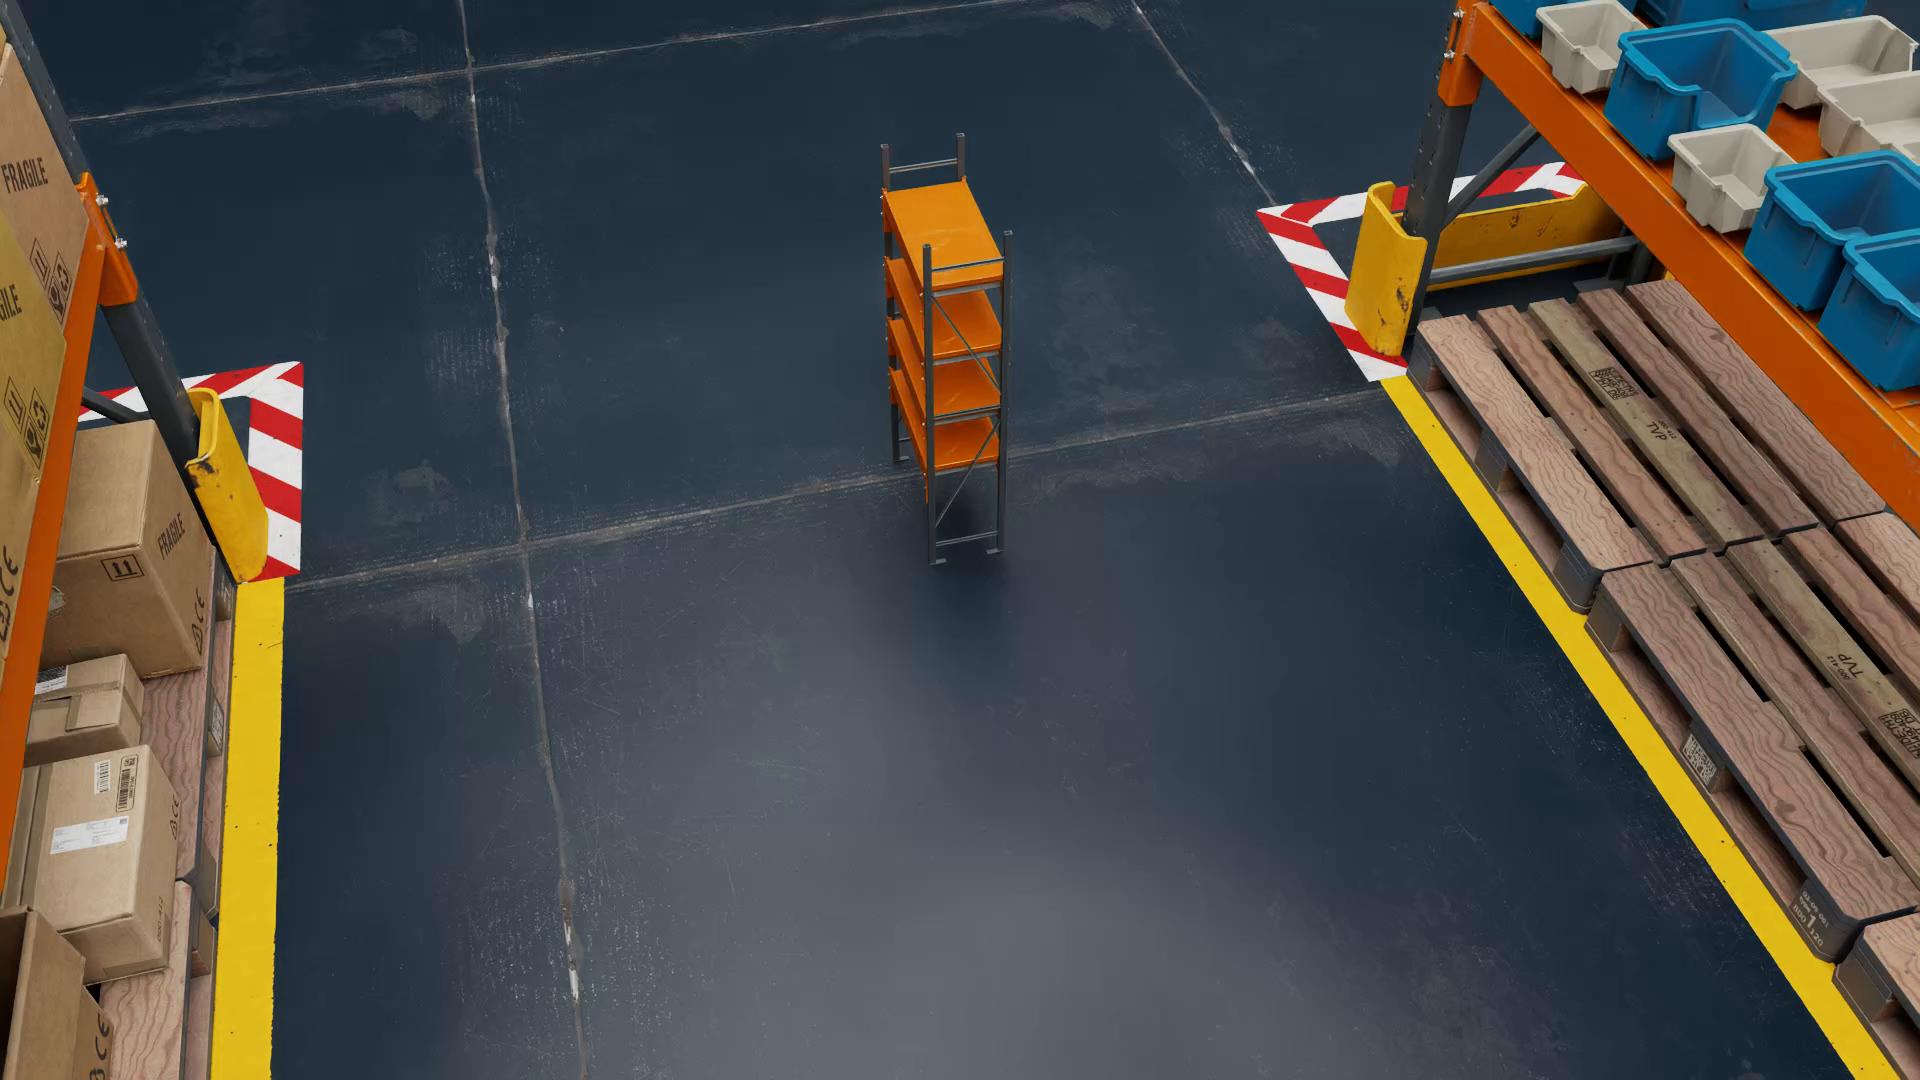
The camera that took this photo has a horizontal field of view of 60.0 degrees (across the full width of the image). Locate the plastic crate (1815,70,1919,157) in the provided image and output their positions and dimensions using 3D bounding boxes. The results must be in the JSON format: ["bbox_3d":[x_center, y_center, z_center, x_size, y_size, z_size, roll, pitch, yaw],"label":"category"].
[{"bbox_3d":[2.461,-1.095,4.365,0.396,0.136,0.243,-11,47,-10],"label":"plastic crate"}]

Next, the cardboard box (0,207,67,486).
[{"bbox_3d":[-2.258,-0.414,3.485,0.500,0.500,0.500,-10,46,-10],"label":"cardboard box"}]

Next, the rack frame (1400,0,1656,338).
[{"bbox_3d":[2.017,-1.899,5.011,1.000,3.000,0.127,-11,47,-10],"label":"rack frame"}]

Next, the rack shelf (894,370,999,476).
[{"bbox_3d":[-0.042,-0.376,5.095,0.221,0.050,0.457,-11,47,-10],"label":"rack shelf"}]

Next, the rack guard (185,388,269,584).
[{"bbox_3d":[-2.753,-0.068,4.967,1.175,0.500,0.348,-11,47,-10],"label":"rack guard"}]

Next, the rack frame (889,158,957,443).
[{"bbox_3d":[-0.104,-0.703,5.099,0.228,1.046,0.006,-11,47,-10],"label":"rack frame"}]

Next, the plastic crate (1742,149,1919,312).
[{"bbox_3d":[2.099,-0.722,3.932,0.416,0.233,0.300,-11,47,-10],"label":"plastic crate"}]

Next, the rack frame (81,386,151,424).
[{"bbox_3d":[-2.775,-0.995,4.125,0.949,2.616,0.053,-11,47,-10],"label":"rack frame"}]

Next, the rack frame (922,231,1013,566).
[{"bbox_3d":[0.020,-0.366,4.768,0.240,1.200,0.015,-11,47,-10],"label":"rack frame"}]

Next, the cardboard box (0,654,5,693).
[{"bbox_3d":[-2.007,0.280,2.806,0.500,0.500,0.500,-11,47,-11],"label":"cardboard box"}]

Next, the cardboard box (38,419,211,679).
[{"bbox_3d":[-2.395,0.056,4.538,0.500,0.500,0.500,-11,47,-10],"label":"cardboard box"}]

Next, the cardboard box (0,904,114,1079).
[{"bbox_3d":[-2.234,1.189,3.424,0.797,0.503,0.637,-11,47,-10],"label":"cardboard box"}]

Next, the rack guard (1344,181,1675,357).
[{"bbox_3d":[1.998,-1.038,5.917,1.175,0.500,0.348,-11,47,-10],"label":"rack guard"}]

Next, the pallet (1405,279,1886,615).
[{"bbox_3d":[2.191,-0.346,5.442,1.003,0.211,1.213,-11,47,-10],"label":"pallet"}]

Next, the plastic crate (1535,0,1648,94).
[{"bbox_3d":[1.764,-1.360,4.626,0.250,0.136,0.298,-11,47,-10],"label":"plastic crate"}]

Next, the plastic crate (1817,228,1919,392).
[{"bbox_3d":[2.176,-0.514,3.729,0.416,0.233,0.300,-11,47,-10],"label":"plastic crate"}]

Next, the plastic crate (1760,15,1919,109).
[{"bbox_3d":[2.401,-1.298,4.564,0.396,0.136,0.243,-11,47,-10],"label":"plastic crate"}]

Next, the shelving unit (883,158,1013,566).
[{"bbox_3d":[-0.042,-0.533,4.932,0.258,1.200,0.499,-11,47,-10],"label":"shelving unit"}]

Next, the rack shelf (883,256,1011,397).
[{"bbox_3d":[-0.042,-0.644,4.822,0.258,0.148,0.480,-11,47,-10],"label":"rack shelf"}]

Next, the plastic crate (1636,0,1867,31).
[{"bbox_3d":[2.283,-1.735,4.784,0.616,0.435,0.499,-11,47,-10],"label":"plastic crate"}]

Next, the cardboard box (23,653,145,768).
[{"bbox_3d":[-2.378,0.468,4.367,0.380,0.166,0.250,-11,47,-10],"label":"cardboard box"}]
